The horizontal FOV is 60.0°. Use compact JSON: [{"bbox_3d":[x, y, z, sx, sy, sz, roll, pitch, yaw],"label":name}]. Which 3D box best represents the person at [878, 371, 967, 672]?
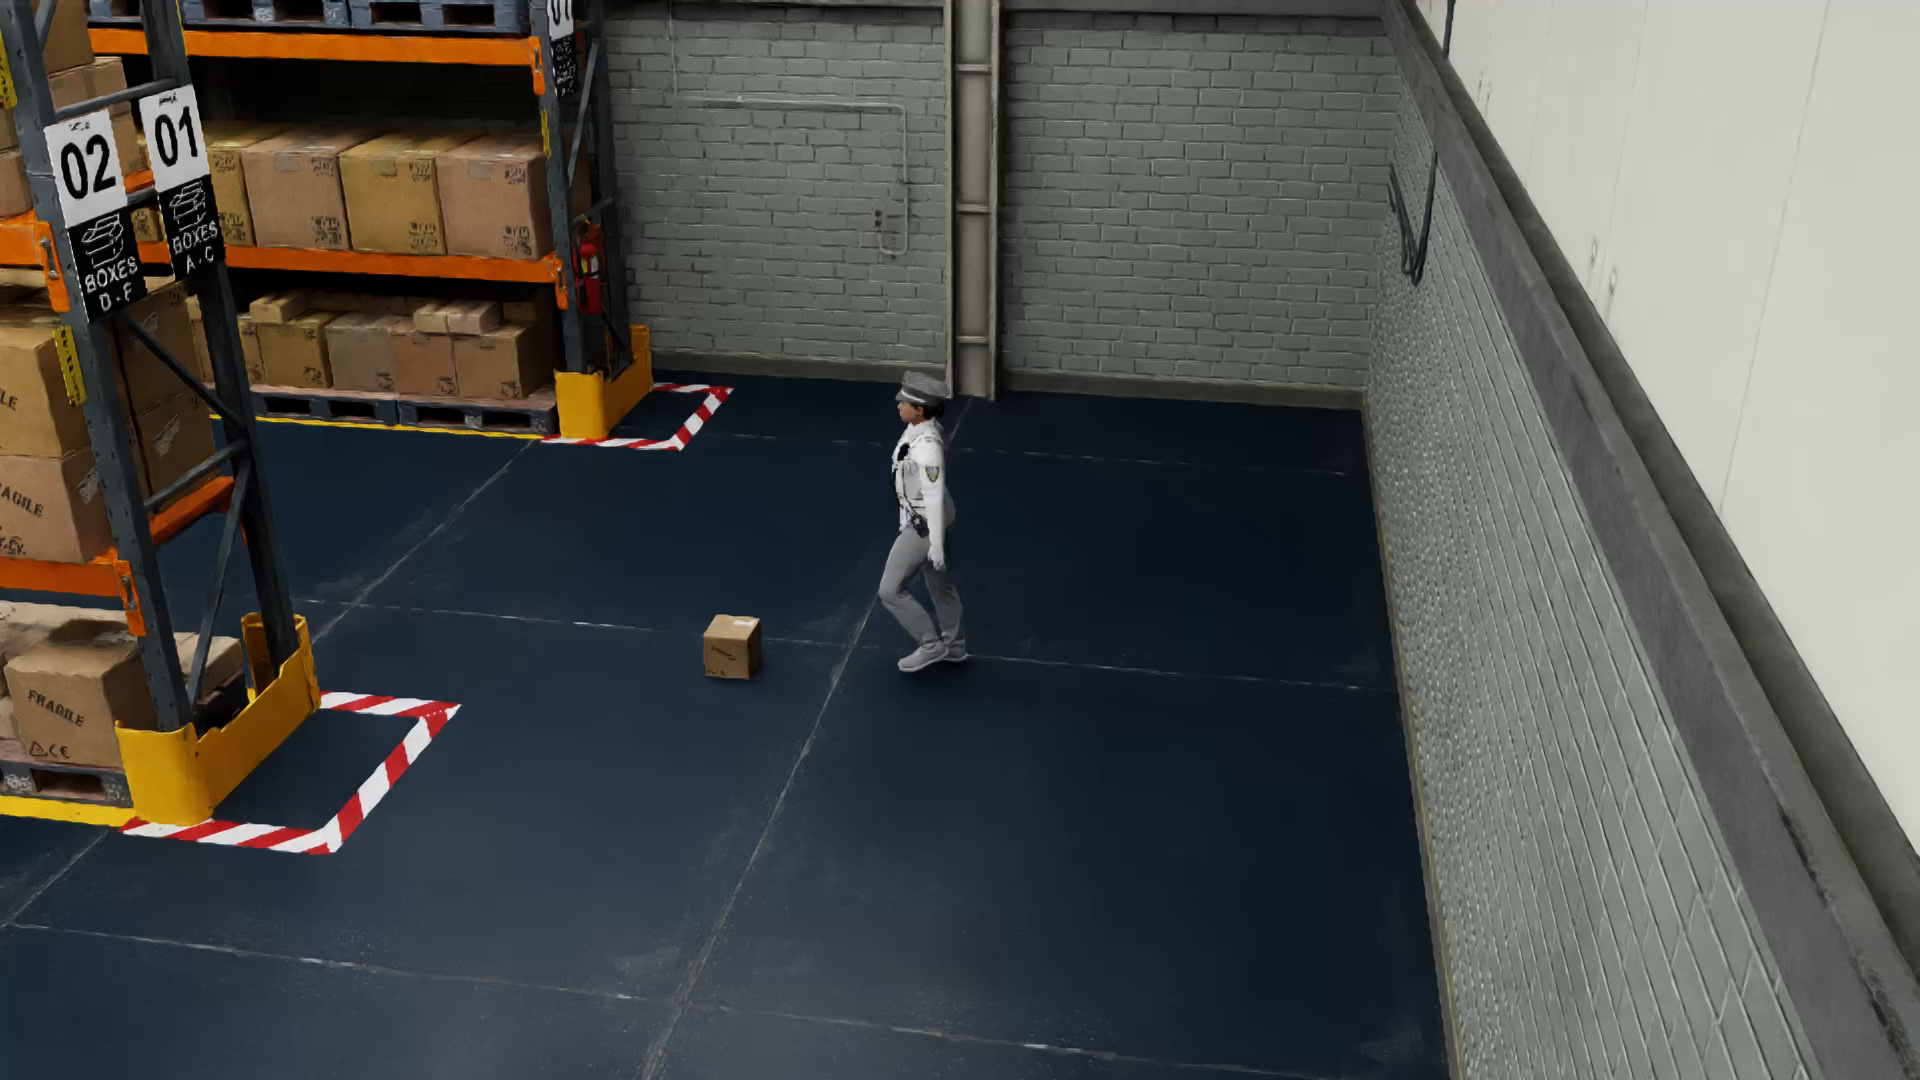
[{"bbox_3d":[-0.194,-0.078,8.712,0.467,1.680,0.509,0,25,1],"label":"person"}]
